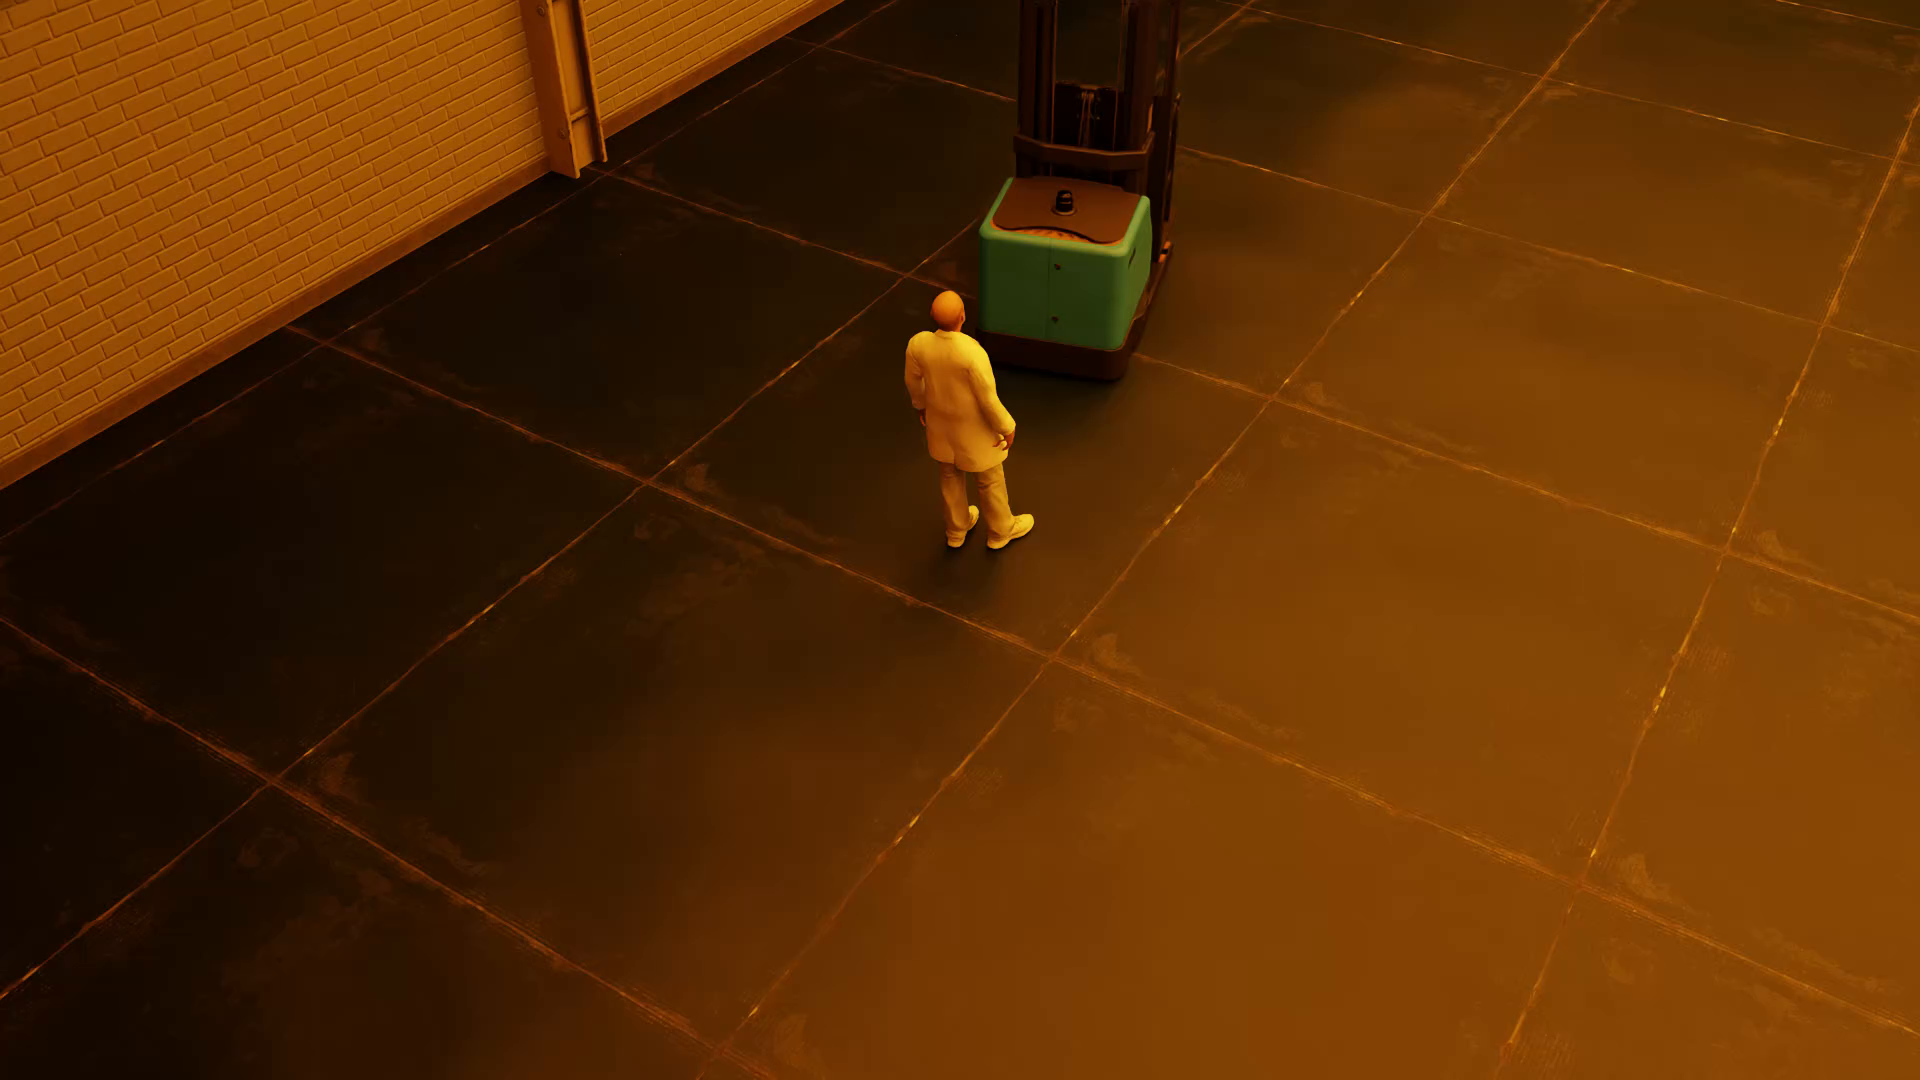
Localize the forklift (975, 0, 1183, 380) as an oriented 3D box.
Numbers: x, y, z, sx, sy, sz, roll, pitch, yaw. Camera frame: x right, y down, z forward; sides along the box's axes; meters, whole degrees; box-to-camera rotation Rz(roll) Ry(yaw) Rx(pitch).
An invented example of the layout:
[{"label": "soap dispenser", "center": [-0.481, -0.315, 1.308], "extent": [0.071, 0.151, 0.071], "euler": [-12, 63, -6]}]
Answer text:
[{"label": "forklift", "center": [1.008, -3.179, 11.719], "extent": [1.130, 2.935, 3.031], "euler": [11, 41, 12]}]

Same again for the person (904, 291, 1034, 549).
[{"label": "person", "center": [0.053, -0.731, 9.711], "extent": [0.696, 1.776, 0.581], "euler": [22, 45, 24]}]
